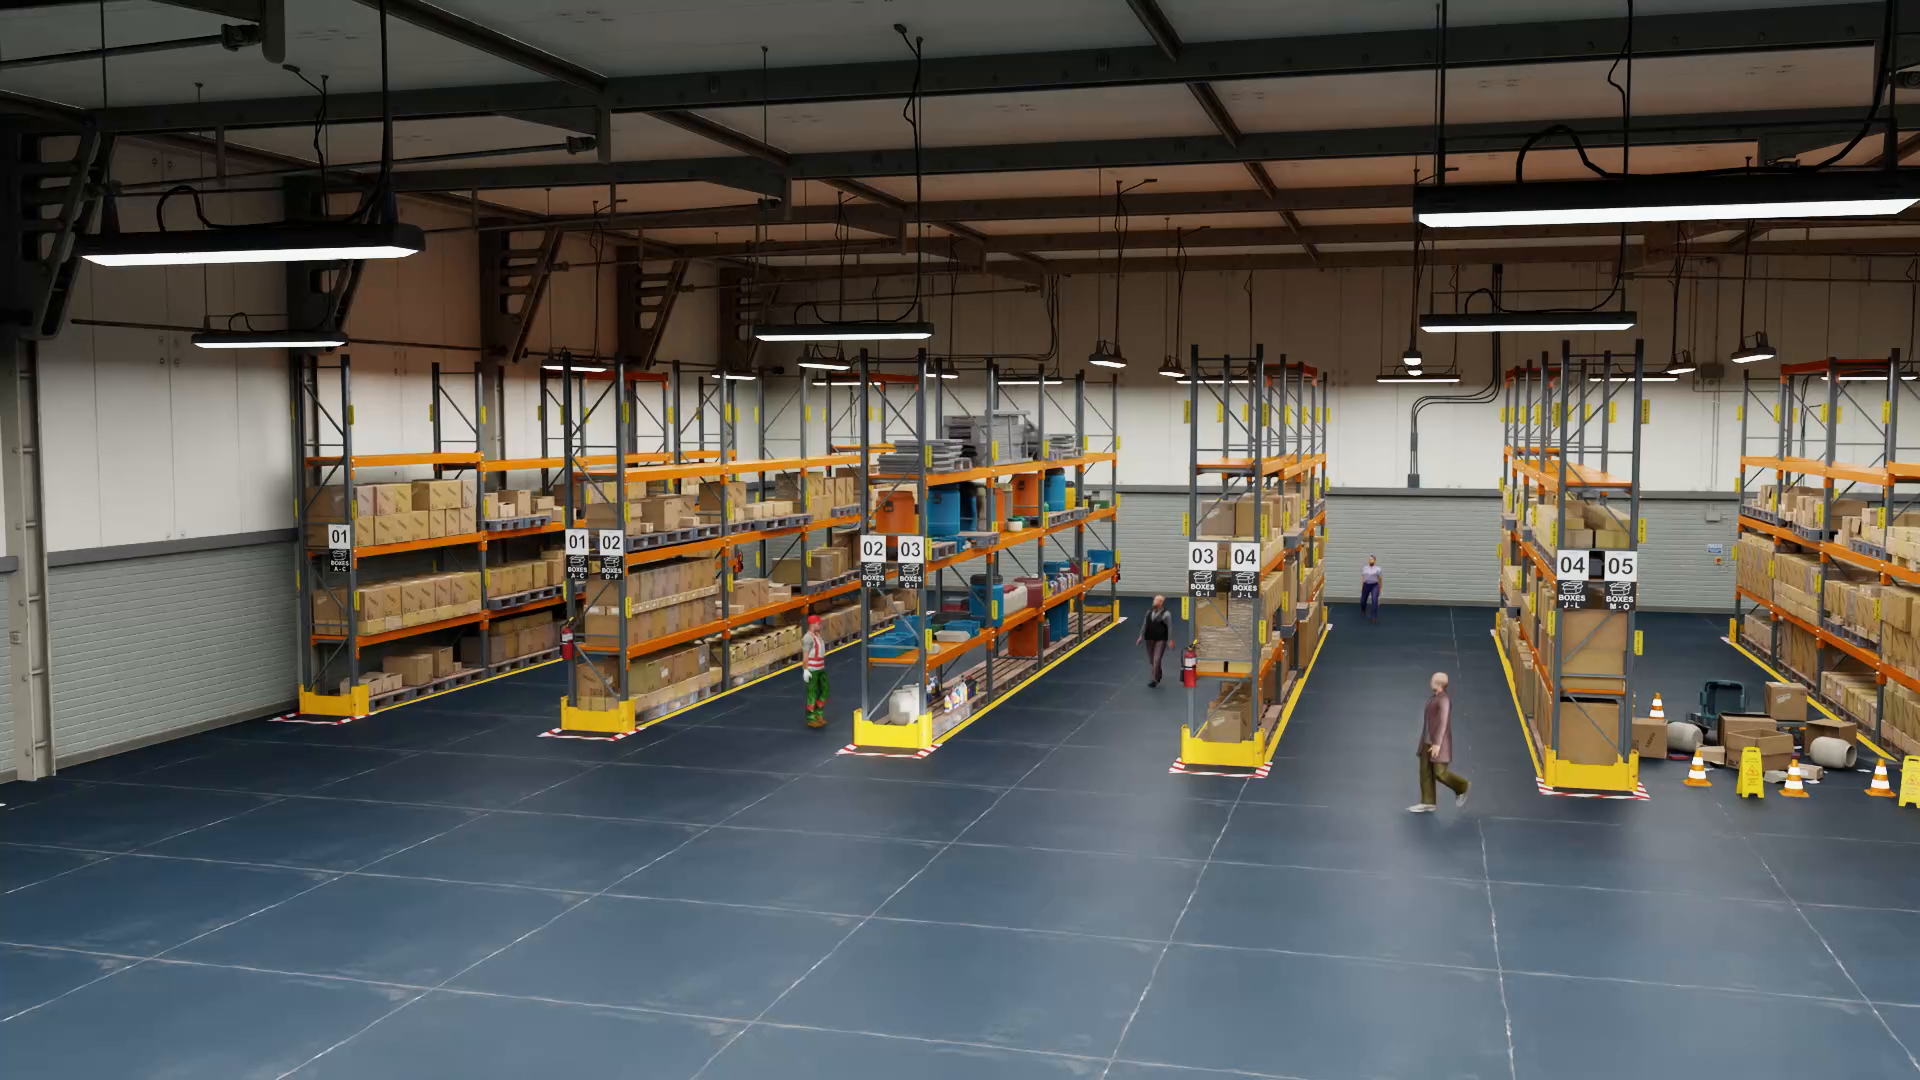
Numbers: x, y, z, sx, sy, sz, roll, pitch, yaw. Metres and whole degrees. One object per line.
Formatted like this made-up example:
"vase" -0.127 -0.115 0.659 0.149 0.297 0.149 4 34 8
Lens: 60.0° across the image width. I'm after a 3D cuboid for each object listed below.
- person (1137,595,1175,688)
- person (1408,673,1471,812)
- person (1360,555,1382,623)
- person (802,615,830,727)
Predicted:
"person" 3.620 1.867 30.700 0.694 1.689 0.984 2 5 29
"person" 6.059 2.544 20.893 0.744 1.774 0.538 -2 5 -23
"person" 9.964 1.164 40.264 0.508 1.616 0.665 1 4 13
"person" -2.338 2.115 26.804 0.361 1.822 0.612 2 5 20
